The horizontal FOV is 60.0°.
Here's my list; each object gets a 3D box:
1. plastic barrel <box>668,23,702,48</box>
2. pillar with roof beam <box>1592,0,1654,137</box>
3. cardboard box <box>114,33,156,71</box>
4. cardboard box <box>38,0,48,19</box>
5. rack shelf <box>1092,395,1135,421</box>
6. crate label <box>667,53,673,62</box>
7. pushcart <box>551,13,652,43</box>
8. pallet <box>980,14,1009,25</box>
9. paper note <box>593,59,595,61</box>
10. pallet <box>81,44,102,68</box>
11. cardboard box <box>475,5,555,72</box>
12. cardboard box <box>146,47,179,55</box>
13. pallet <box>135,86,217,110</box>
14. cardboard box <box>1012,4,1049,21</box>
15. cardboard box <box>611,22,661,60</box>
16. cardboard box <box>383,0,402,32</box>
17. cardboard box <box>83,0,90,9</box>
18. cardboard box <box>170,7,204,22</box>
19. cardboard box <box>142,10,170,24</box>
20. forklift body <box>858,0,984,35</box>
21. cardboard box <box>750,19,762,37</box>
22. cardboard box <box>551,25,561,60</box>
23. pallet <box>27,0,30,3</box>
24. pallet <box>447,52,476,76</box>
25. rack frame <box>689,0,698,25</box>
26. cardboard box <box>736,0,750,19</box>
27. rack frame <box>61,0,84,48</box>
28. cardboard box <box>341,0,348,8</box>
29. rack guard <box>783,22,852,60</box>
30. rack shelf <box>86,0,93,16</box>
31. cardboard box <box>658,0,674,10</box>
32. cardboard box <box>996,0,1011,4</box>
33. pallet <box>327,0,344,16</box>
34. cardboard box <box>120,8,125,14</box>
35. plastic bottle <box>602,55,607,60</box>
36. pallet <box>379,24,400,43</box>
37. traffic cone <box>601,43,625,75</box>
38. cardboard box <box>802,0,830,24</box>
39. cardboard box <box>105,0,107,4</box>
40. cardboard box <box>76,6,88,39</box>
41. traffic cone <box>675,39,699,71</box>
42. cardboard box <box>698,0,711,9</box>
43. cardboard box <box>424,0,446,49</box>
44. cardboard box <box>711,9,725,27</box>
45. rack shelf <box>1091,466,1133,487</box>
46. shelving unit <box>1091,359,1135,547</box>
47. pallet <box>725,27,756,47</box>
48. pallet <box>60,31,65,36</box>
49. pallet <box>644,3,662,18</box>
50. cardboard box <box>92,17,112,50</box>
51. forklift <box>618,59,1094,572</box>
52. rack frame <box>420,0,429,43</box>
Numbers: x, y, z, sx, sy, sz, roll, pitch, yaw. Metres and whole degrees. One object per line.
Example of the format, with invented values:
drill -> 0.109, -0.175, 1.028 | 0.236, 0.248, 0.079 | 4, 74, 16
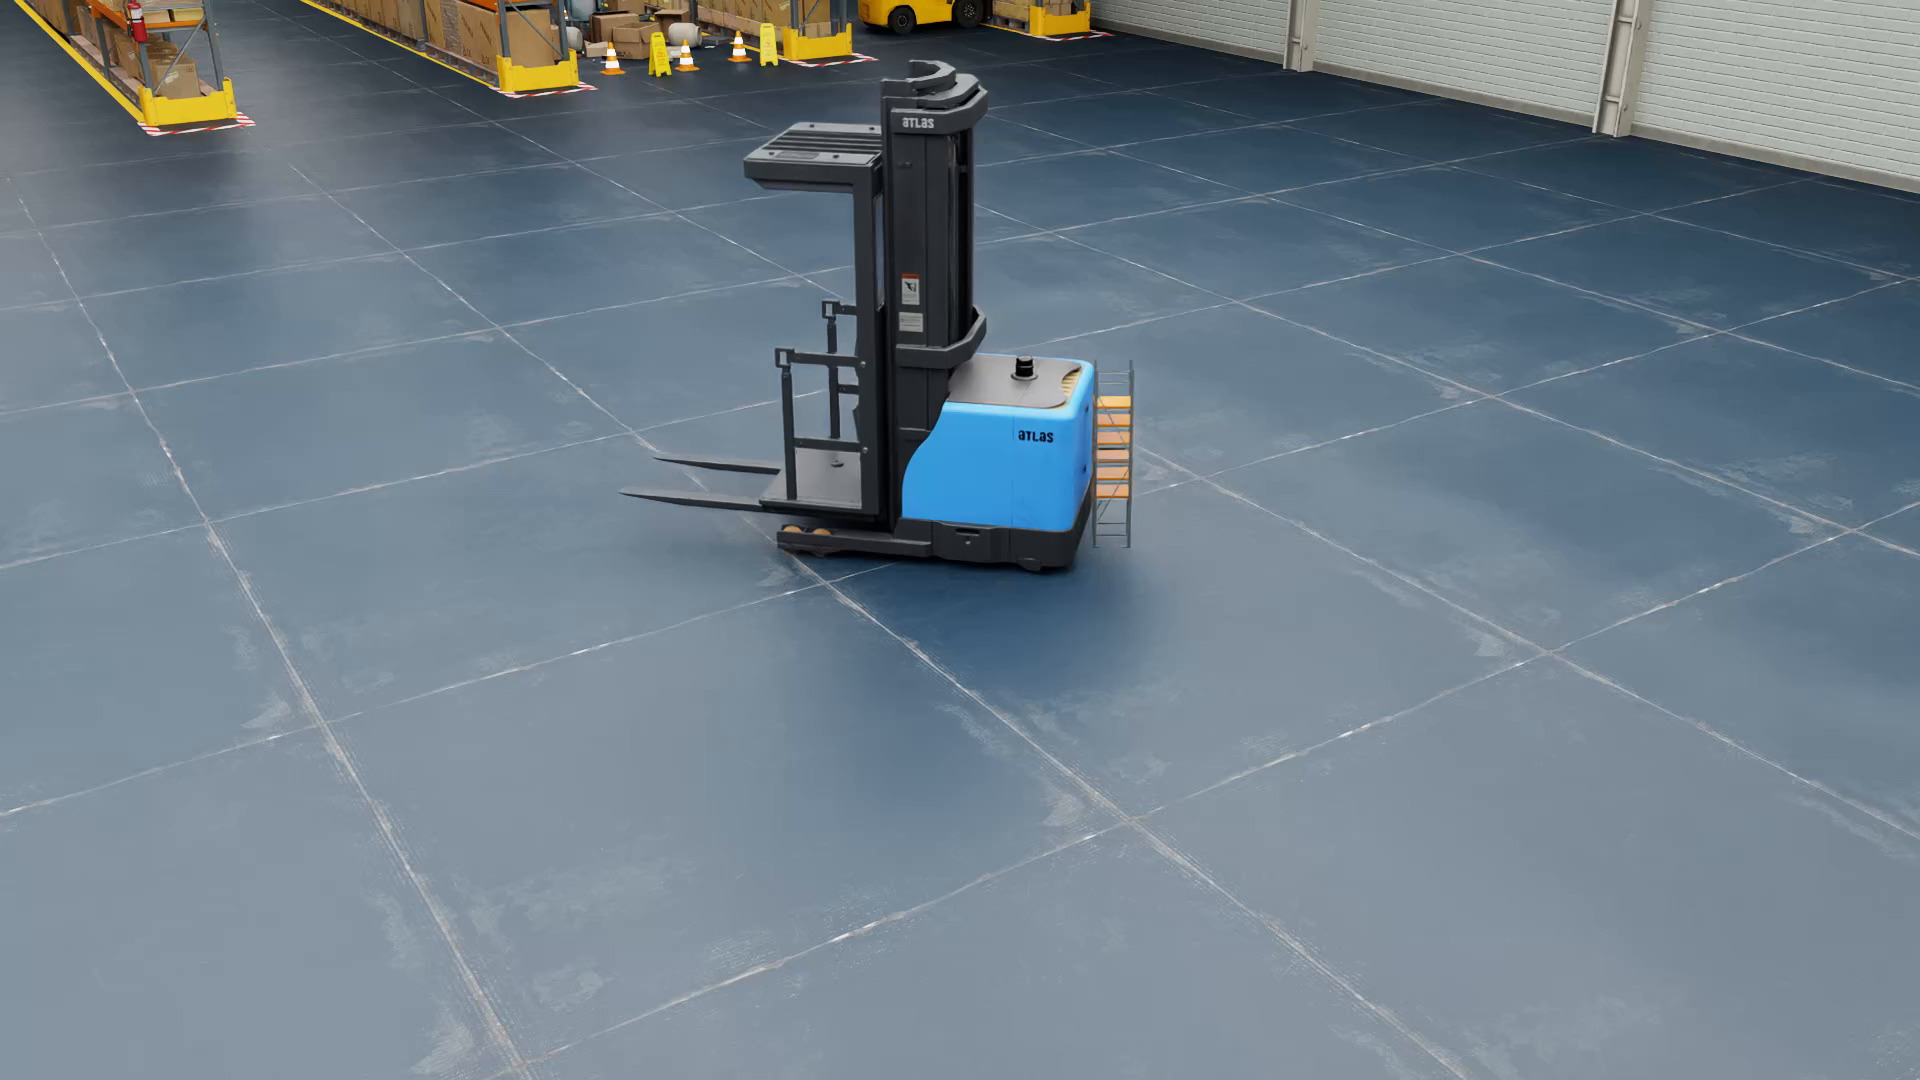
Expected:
plastic barrel -> -4.742, -8.706, 28.696 | 0.512, 0.421, 0.421 | 3, 25, 6
pillar with roof beam -> 5.130, -8.520, 18.257 | 9.100, 9.000, 0.400 | -16, 29, -30
cardboard box -> -12.648, -7.514, 25.588 | 0.500, 0.500, 0.500 | -17, 30, -31
cardboard box -> -16.345, -10.153, 30.741 | 1.225, 0.875, 0.875 | -17, 30, -31
rack shelf -> 0.952, -0.821, 10.337 | 0.258, 0.103, 0.180 | 0, 25, 3
crate label -> -4.887, -7.930, 27.388 | 0.298, 0.136, 0.250 | 12, 28, 24
pushcart -> -6.412, -9.181, 29.756 | 0.936, 0.377, 1.648 | 18, 31, 33
pallet -> 0.697, -10.082, 31.859 | 1.003, 0.211, 1.213 | -16, 29, -30
paper note -> -6.086, -7.980, 27.641 | 0.032, 0.001, 0.123 | -1, 25, -3
pallet -> -13.929, -8.060, 27.577 | 1.003, 0.211, 1.213 | -16, 29, -30
cardboard box -> -6.863, -7.752, 25.654 | 0.875, 0.875, 0.875 | -15, 29, -29
cardboard box -> -11.657, -6.897, 24.282 | 0.500, 0.500, 0.500 | -13, 28, -25
pallet -> -11.104, -6.241, 23.722 | 1.003, 0.211, 1.213 | -16, 29, -30
cardboard box -> 1.290, -9.684, 30.479 | 0.500, 0.250, 0.500 | -15, 29, -29
cardboard box -> -5.426, -8.395, 27.943 | 0.637, 0.503, 0.797 | 7, 26, 15
cardboard box -> -9.559, -9.446, 29.389 | 1.050, 0.750, 0.750 | -16, 29, -30
cardboard box -> -14.625, -9.212, 28.285 | 0.500, 0.250, 0.500 | -14, 29, -28
cardboard box -> -10.605, -7.220, 22.824 | 0.380, 0.149, 0.250 | -16, 29, -30
cardboard box -> -10.977, -7.116, 22.604 | 0.380, 0.149, 0.250 | -16, 29, -30
forklift body -> -0.753, -10.513, 30.499 | 2.313, 2.155, 1.214 | -16, 29, -30
cardboard box -> -3.289, -8.845, 28.702 | 0.500, 0.250, 0.500 | -15, 29, -29
cardboard box -> -6.914, -8.281, 27.703 | 0.500, 0.500, 0.500 | -10, 27, -21
pallet -> -18.881, -11.370, 34.587 | 1.003, 0.211, 1.213 | -16, 29, -30
pallet -> -7.602, -7.738, 26.894 | 1.003, 0.211, 1.213 | -16, 29, -30
rack frame -> -4.529, -10.916, 30.359 | 1.000, 3.000, 0.127 | -16, 29, -30
cardboard box -> -3.559, -9.365, 28.924 | 0.500, 0.500, 0.500 | -16, 30, -31
rack frame -> -15.016, -10.037, 28.498 | 1.000, 3.000, 0.127 | -16, 29, -30
cardboard box -> -11.664, -10.577, 32.079 | 0.500, 0.500, 0.500 | -14, 29, -28
rack guard -> -2.387, -8.382, 27.920 | 1.175, 0.500, 0.348 | -16, 29, -30
rack shelf -> -13.924, -8.996, 27.136 | 1.077, 0.370, 4.000 | -16, 29, -30
cardboard box -> -5.213, -10.361, 31.770 | 0.950, 0.372, 0.625 | -14, 28, -26
cardboard box -> 1.019, -10.099, 30.772 | 0.500, 0.250, 0.500 | -16, 30, -30
pallet -> -11.892, -10.612, 32.981 | 1.003, 0.211, 1.213 | -16, 29, -30
cardboard box -> -11.673, -7.559, 23.543 | 0.380, 0.149, 0.250 | -16, 29, -30
plastic bottle -> -5.879, -8.057, 27.745 | 0.283, 0.061, 0.133 | 18, 31, 33
pallet -> -9.776, -9.160, 29.907 | 1.003, 0.211, 1.213 | -16, 29, -30
traffic cone -> -5.538, -7.669, 26.453 | 0.336, 0.463, 0.334 | -16, 29, -30
cardboard box -> -2.568, -9.132, 28.431 | 0.500, 0.500, 0.500 | -17, 30, -31
cardboard box -> -12.264, -7.904, 24.275 | 0.380, 0.149, 0.250 | -16, 29, -30
cardboard box -> -14.633, -8.871, 28.440 | 0.700, 0.500, 0.500 | -17, 30, -32
traffic cone -> -4.406, -7.811, 26.754 | 0.336, 0.463, 0.334 | -16, 29, -30
cardboard box -> -4.433, -9.928, 30.116 | 0.500, 0.500, 0.500 | -14, 29, -27
cardboard box -> -8.337, -8.714, 27.692 | 0.875, 0.875, 0.875 | -15, 29, -29
cardboard box -> -4.133, -9.400, 29.878 | 0.500, 0.250, 0.500 | -14, 29, -27
rack shelf -> 0.964, -0.387, 10.541 | 0.258, 0.103, 0.180 | 0, 25, 3
shelving unit -> 0.960, -0.535, 10.471 | 0.258, 1.200, 0.189 | 0, 25, 3
pallet -> -3.463, -8.986, 29.538 | 1.003, 0.211, 1.213 | -16, 29, -30
pallet -> -16.045, -9.512, 30.651 | 1.003, 0.211, 1.213 | -16, 29, -30
pallet -> -5.626, -10.370, 32.469 | 1.003, 0.211, 1.213 | -16, 29, -30
cardboard box -> -13.700, -8.275, 27.177 | 0.700, 0.500, 0.500 | -18, 31, -34
forklift -> -0.692, -1.440, 10.367 | 3.031, 2.935, 1.130 | 5, 26, 11
rack frame -> -8.622, -9.726, 27.839 | 1.000, 3.000, 0.127 | -16, 29, -30
